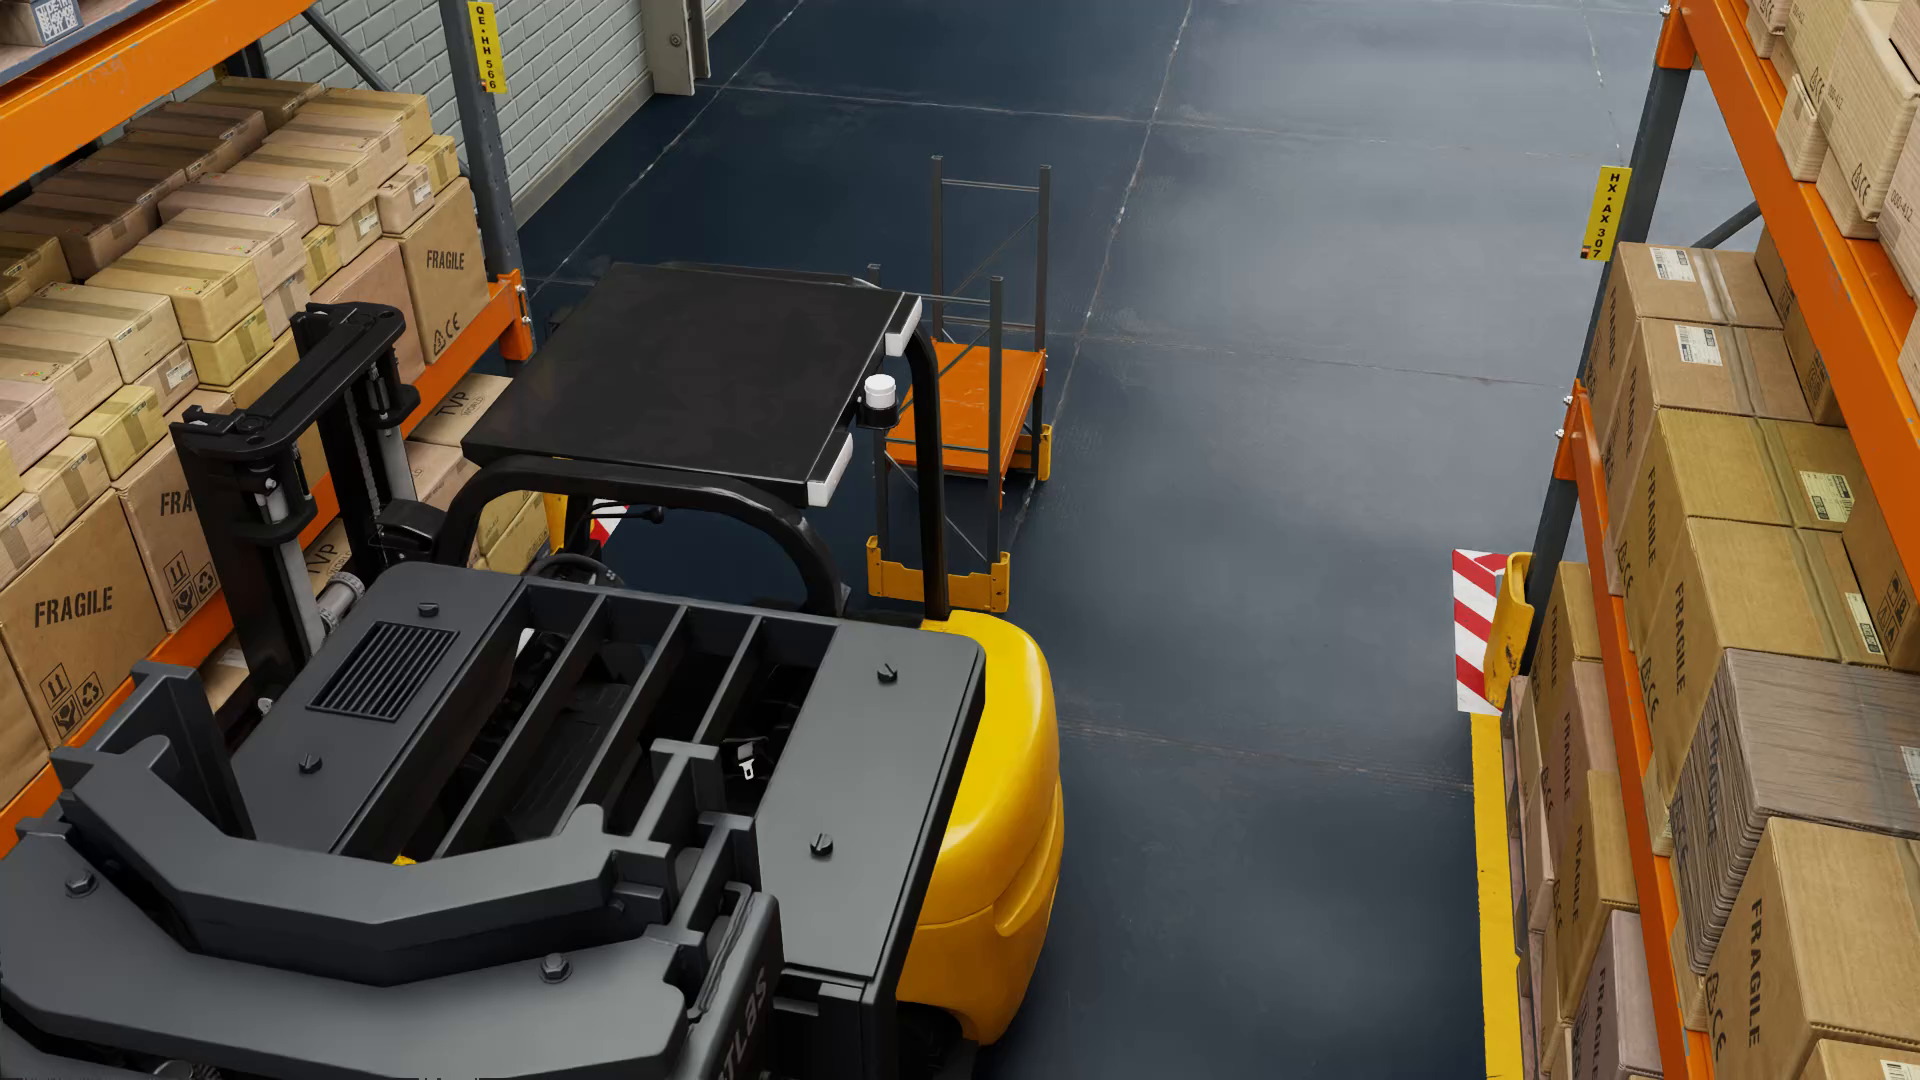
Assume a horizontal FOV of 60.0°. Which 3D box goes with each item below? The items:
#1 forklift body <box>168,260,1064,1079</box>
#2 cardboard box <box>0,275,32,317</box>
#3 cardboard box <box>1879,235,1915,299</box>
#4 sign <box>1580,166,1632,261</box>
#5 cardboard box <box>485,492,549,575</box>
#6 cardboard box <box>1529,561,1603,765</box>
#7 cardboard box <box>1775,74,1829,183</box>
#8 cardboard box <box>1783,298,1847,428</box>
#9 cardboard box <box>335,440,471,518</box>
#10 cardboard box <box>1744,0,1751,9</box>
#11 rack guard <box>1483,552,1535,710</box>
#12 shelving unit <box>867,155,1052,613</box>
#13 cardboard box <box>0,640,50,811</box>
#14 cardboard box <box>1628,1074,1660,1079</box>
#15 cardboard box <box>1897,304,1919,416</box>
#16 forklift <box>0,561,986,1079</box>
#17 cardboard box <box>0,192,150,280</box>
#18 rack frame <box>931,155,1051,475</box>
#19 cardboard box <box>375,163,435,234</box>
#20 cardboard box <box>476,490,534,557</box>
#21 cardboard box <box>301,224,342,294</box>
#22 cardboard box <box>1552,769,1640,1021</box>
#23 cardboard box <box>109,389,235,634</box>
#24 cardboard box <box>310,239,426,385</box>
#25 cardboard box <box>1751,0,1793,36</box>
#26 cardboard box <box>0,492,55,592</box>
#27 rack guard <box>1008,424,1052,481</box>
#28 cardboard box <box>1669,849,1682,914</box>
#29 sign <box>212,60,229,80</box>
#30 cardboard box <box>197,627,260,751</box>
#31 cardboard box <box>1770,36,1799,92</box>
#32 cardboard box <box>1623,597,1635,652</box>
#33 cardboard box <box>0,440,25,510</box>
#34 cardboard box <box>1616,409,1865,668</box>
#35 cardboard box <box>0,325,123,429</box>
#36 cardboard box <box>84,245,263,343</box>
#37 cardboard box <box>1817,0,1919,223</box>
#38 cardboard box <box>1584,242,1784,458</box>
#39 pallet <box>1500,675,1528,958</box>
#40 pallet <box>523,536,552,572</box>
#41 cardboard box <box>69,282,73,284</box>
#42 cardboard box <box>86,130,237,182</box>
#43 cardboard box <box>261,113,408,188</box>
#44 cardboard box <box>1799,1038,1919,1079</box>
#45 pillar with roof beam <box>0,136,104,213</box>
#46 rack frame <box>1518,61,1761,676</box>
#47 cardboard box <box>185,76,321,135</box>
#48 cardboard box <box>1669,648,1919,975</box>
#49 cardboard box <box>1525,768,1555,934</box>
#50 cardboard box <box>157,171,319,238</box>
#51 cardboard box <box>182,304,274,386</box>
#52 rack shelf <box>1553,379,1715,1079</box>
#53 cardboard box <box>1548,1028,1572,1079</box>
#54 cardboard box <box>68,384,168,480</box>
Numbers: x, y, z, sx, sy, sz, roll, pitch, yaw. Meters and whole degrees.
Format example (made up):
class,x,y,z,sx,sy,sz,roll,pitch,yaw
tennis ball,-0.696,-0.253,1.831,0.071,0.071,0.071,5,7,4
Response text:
class,x,y,z,sx,sy,sz,roll,pitch,yaw
forklift body,-0.835,0.396,4.870,2.313,2.155,1.214,7,37,10
cardboard box,-2.851,-0.638,4.682,0.380,0.149,0.250,7,37,10
cardboard box,1.976,-0.556,3.119,0.380,0.149,0.250,7,37,10
sign,2.108,-1.061,5.421,0.100,0.325,0.005,7,37,10
cardboard box,-2.004,-0.011,6.694,0.500,0.250,0.500,8,37,10
cardboard box,2.191,0.438,5.436,0.500,0.500,0.500,6,36,8
cardboard box,1.978,-0.865,3.546,0.380,0.149,0.250,8,37,10
cardboard box,2.627,-0.599,4.330,0.700,0.500,0.500,8,37,10
cardboard box,-2.109,-0.128,6.004,0.500,0.250,0.500,8,37,11
cardboard box,2.281,-1.445,4.345,0.380,0.149,0.250,6,36,8
rack guard,2.622,0.413,6.255,1.175,0.500,0.348,7,37,10
shelving unit,0.016,-0.651,6.870,0.587,1.500,1.083,7,37,10
cardboard box,-2.621,0.467,3.964,0.500,0.500,0.500,8,37,11
cardboard box,1.755,1.625,3.798,0.500,0.500,0.500,8,37,11
cardboard box,1.787,-0.270,2.725,0.380,0.149,0.250,8,37,11
forklift,-0.576,1.191,3.109,1.130,2.935,3.031,7,37,10
cardboard box,-2.723,-0.928,5.083,0.380,0.149,0.250,8,37,11
rack frame,0.127,-0.948,7.279,0.500,1.500,0.032,7,37,10
cardboard box,-2.038,-1.182,5.687,0.380,0.149,0.250,8,37,11
cardboard box,-2.011,-0.204,6.535,0.500,0.250,0.500,7,36,9
cardboard box,-2.217,-0.900,5.298,0.380,0.149,0.250,7,37,10
cardboard box,1.968,1.025,4.626,0.500,0.500,0.500,8,37,11
cardboard box,-2.386,-0.109,4.759,0.500,0.500,0.500,8,37,10
cardboard box,-2.180,-0.692,5.564,0.500,0.500,0.500,8,37,11
cardboard box,2.153,-1.375,3.909,0.500,0.250,0.500,7,36,9
cardboard box,-2.476,-0.007,4.065,0.380,0.149,0.250,7,37,9
rack guard,0.123,-0.430,7.631,0.587,0.250,0.087,7,37,10
cardboard box,1.852,0.804,3.799,0.380,0.149,0.250,7,36,9
sign,-2.753,-1.719,6.260,0.100,0.325,0.005,7,37,10
cardboard box,-2.323,0.452,5.203,0.500,0.250,0.500,7,36,9
cardboard box,2.162,-1.152,3.941,0.380,0.149,0.250,7,37,10
cardboard box,2.066,0.208,4.621,0.380,0.149,0.250,8,37,11
cardboard box,-2.511,-0.134,3.988,0.380,0.149,0.250,7,36,9
cardboard box,2.051,0.022,4.324,0.500,0.500,0.500,7,36,9
cardboard box,-2.475,-0.433,4.399,0.380,0.149,0.250,7,37,10
cardboard box,-2.257,-0.711,4.783,0.380,0.149,0.250,8,37,11
cardboard box,1.938,-0.784,3.095,0.500,0.250,0.500,8,37,11
cardboard box,2.266,-0.567,5.138,0.500,0.500,0.500,7,36,9
pallet,2.414,0.991,5.703,1.003,0.211,1.213,7,37,10
pallet,-2.334,0.310,6.643,1.003,0.211,1.213,7,37,10
cardboard box,-2.882,-0.676,4.989,0.380,0.149,0.250,9,37,12
cardboard box,-2.624,-1.222,5.488,0.380,0.149,0.250,8,37,11
cardboard box,-2.105,-1.310,5.609,0.380,0.149,0.250,7,37,10
cardboard box,1.636,1.203,2.695,0.500,0.500,0.500,6,36,9
pillar with roof beam,0.964,-2.866,3.537,9.100,9.000,0.400,7,37,10
rack frame,2.638,-0.643,5.581,1.000,3.000,0.127,7,37,10
cardboard box,-2.492,-1.521,5.901,0.380,0.149,0.250,7,36,9
cardboard box,1.845,0.609,3.515,0.500,0.500,0.500,8,37,11
cardboard box,2.079,1.020,5.272,0.500,0.250,0.500,9,37,12
cardboard box,-2.260,-1.023,5.214,0.380,0.149,0.250,8,37,10
cardboard box,-2.262,-0.594,4.875,0.380,0.149,0.250,8,37,10
rack shelf,2.211,0.795,4.210,1.077,0.370,4.000,7,37,10
cardboard box,1.864,1.623,4.439,0.500,0.250,0.500,8,37,11
cardboard box,-2.392,-0.307,4.479,0.380,0.149,0.250,7,36,9
